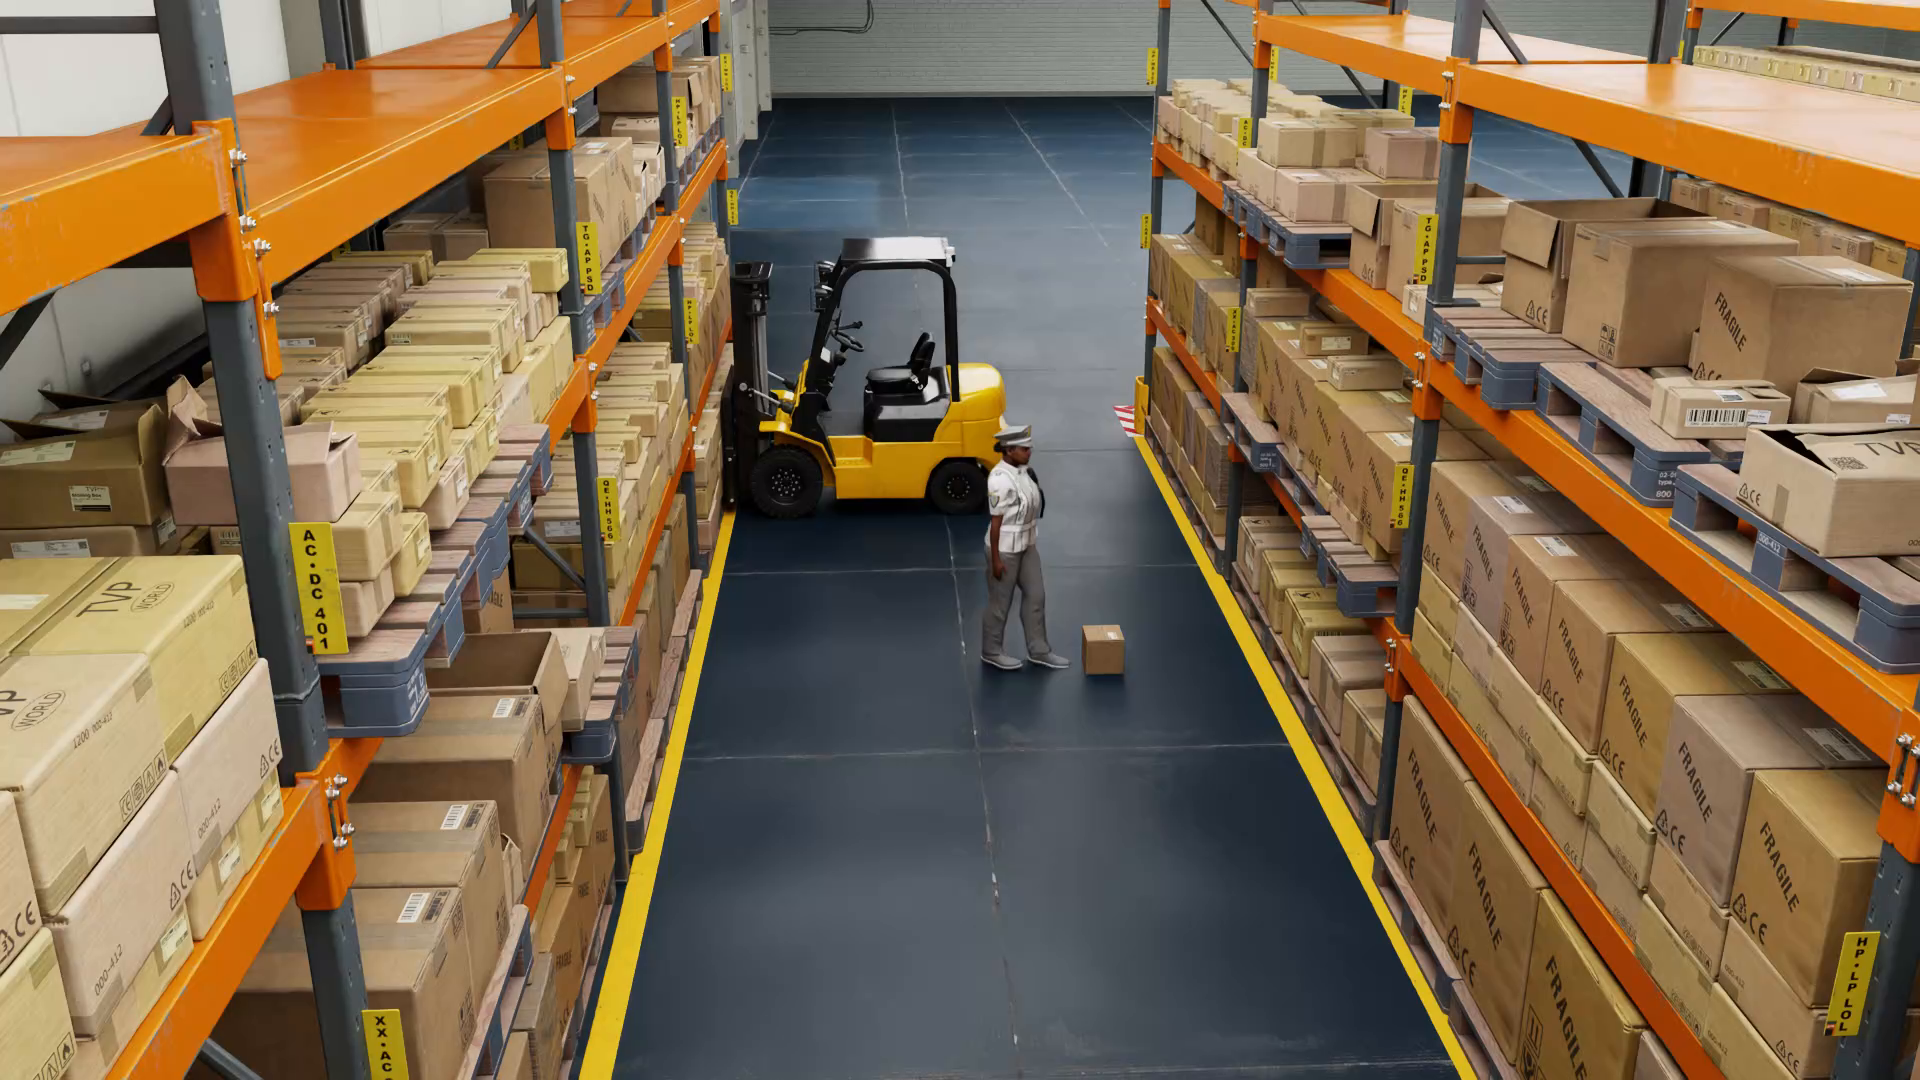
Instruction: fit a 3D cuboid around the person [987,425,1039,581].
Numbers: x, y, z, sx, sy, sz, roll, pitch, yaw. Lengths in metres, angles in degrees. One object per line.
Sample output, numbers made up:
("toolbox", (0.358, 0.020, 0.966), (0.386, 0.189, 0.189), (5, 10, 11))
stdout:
("person", (0.342, -0.256, 10.769), (0.316, 1.015, 0.452), (11, 23, 26))
